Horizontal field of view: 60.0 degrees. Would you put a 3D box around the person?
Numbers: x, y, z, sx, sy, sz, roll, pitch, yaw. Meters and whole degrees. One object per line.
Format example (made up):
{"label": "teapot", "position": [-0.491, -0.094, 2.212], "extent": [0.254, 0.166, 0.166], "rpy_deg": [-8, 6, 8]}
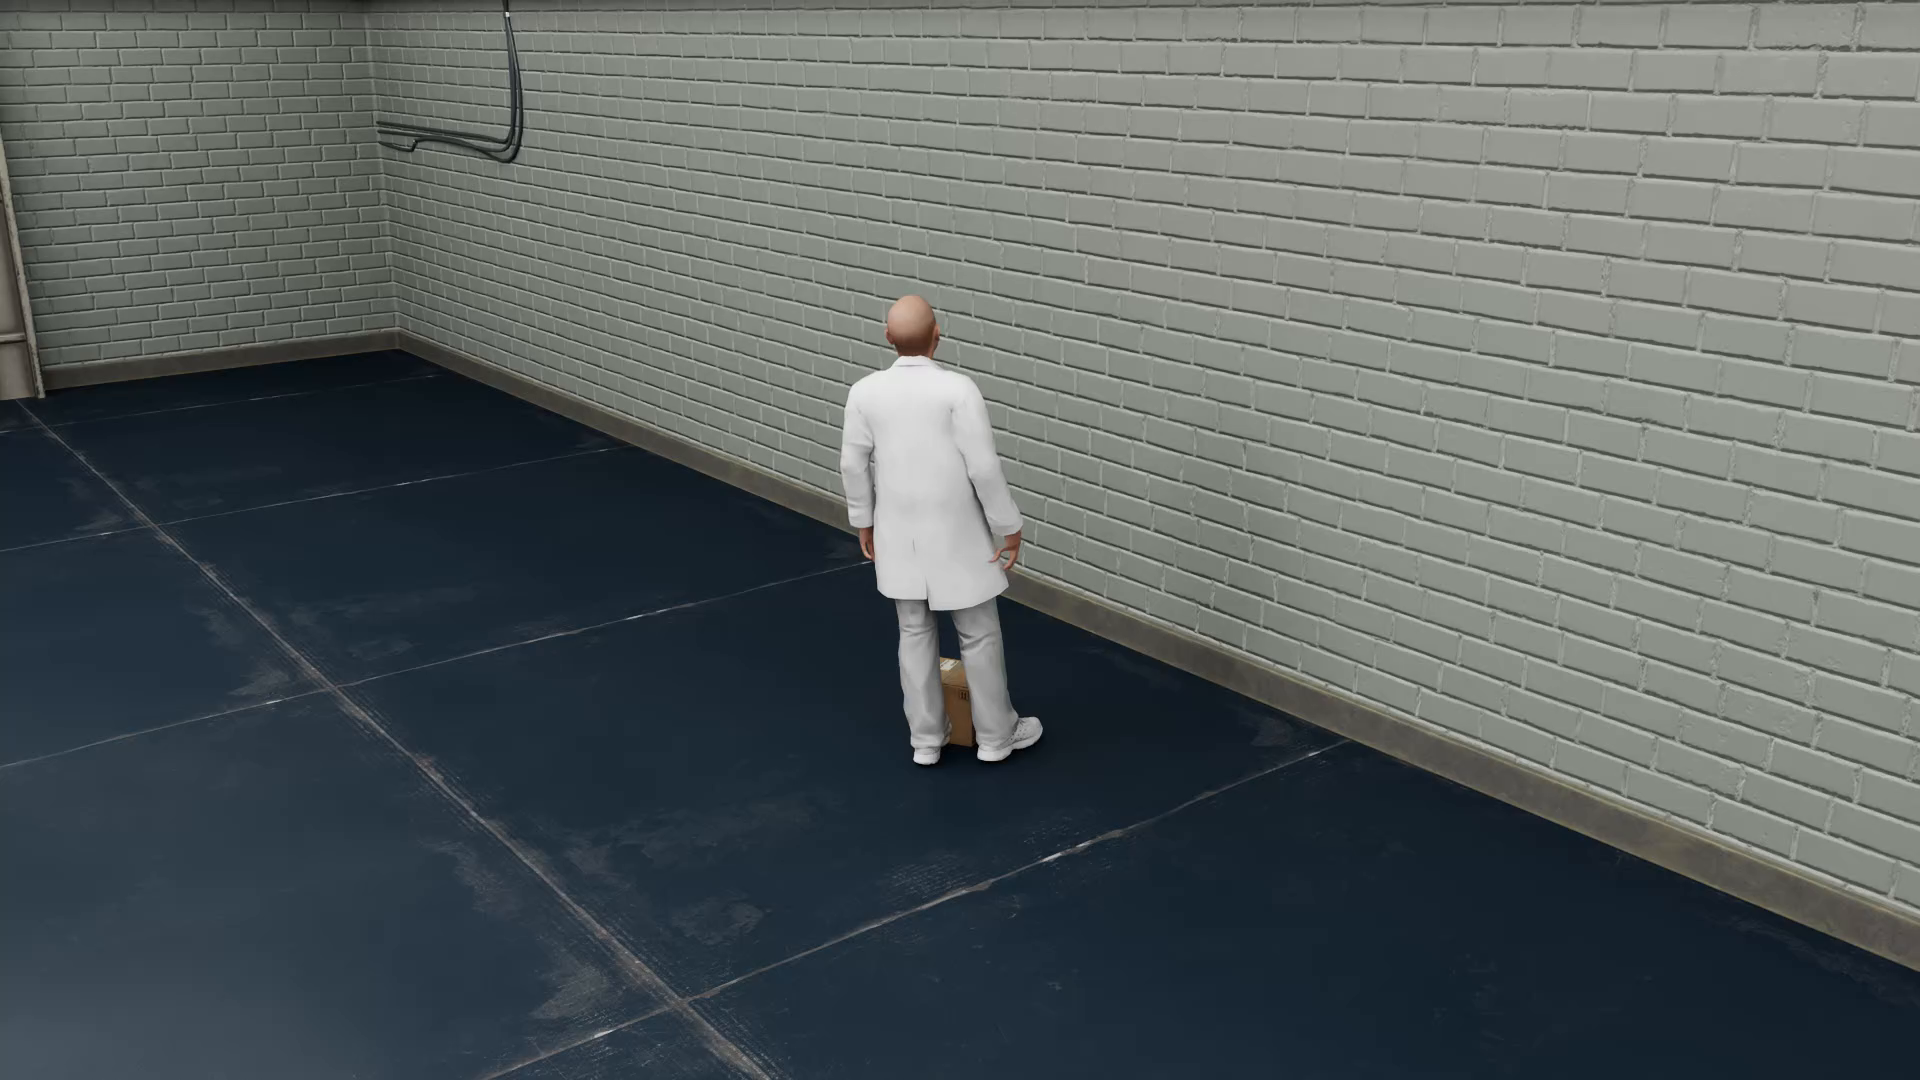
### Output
{"label": "person", "position": [-0.067, -0.043, 6.181], "extent": [0.696, 1.776, 0.581], "rpy_deg": [7, 19, 22]}
